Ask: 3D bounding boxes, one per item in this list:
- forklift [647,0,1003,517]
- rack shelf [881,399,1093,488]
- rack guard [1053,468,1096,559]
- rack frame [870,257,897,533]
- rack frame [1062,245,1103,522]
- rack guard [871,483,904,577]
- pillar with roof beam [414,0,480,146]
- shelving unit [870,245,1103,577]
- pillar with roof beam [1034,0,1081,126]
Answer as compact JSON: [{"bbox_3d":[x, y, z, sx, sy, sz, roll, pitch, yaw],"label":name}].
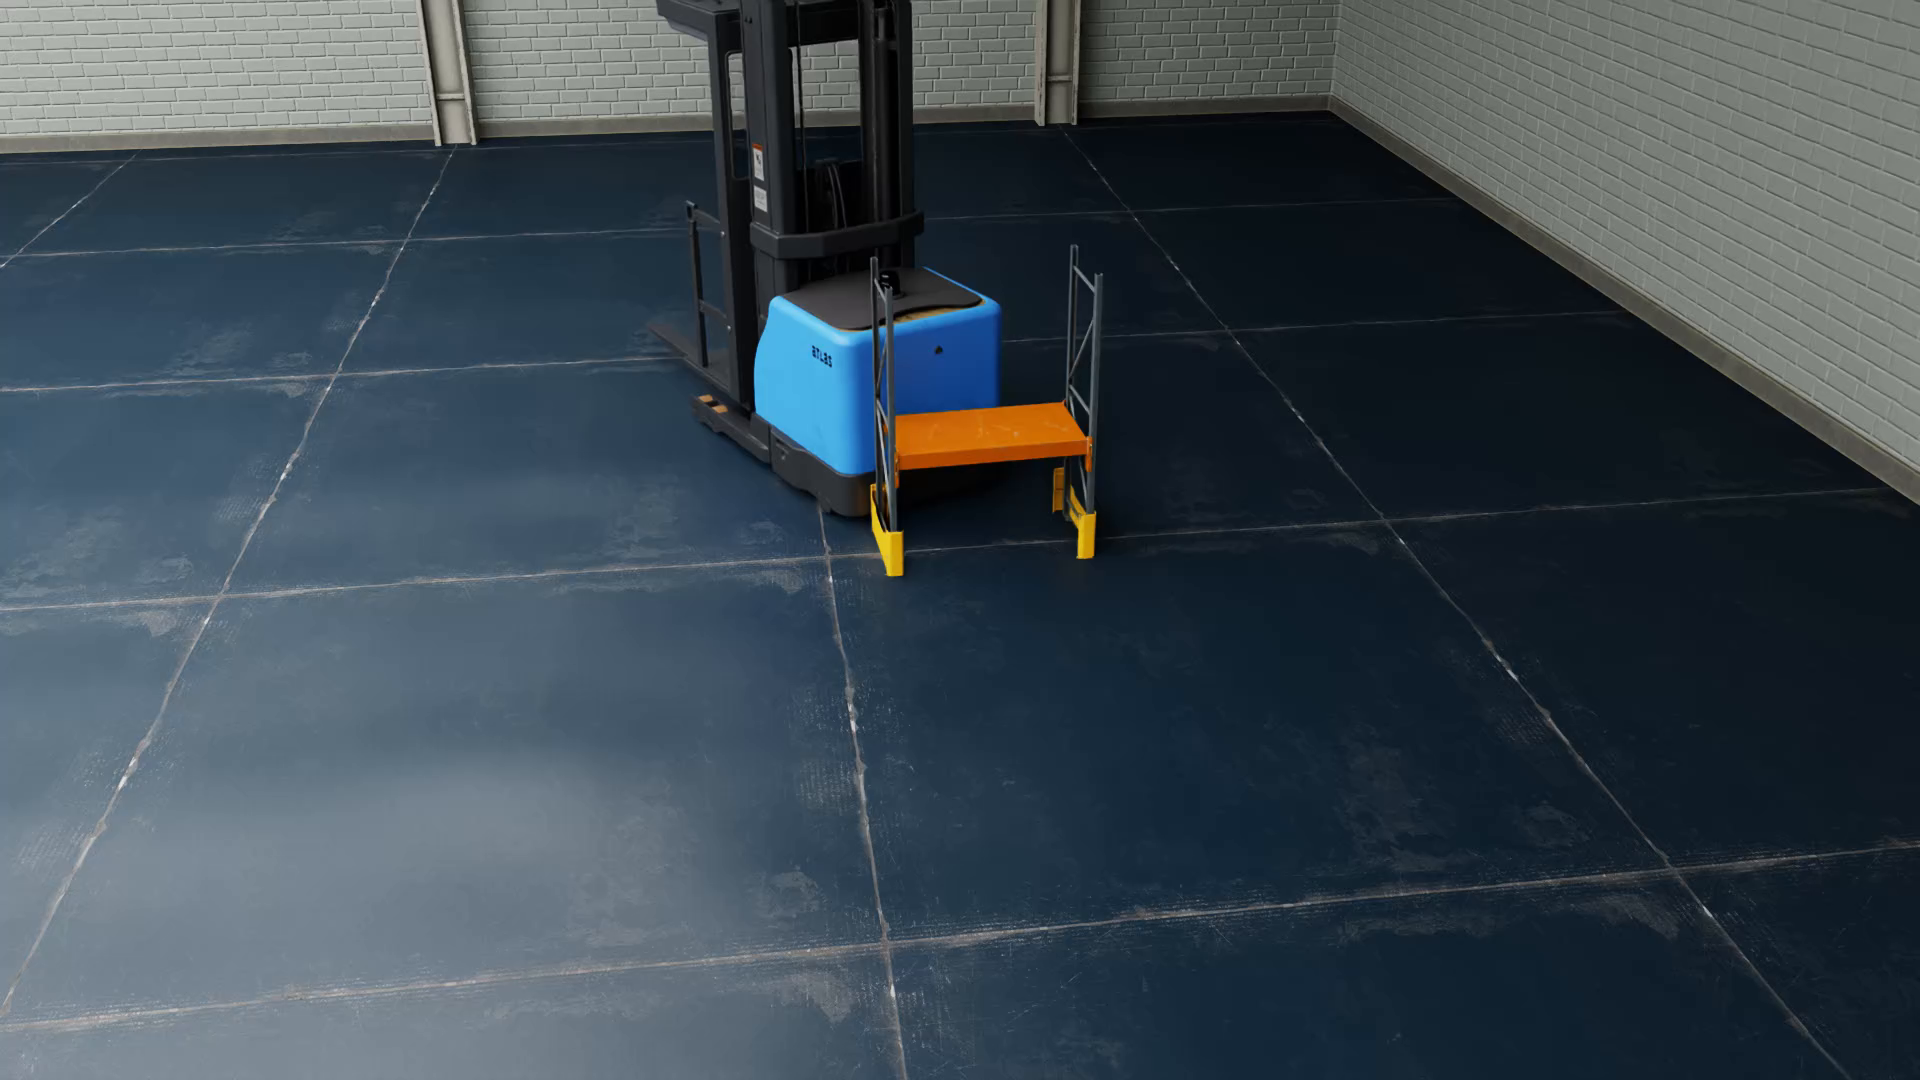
[{"bbox_3d":[-0.984,-2.054,9.542,1.130,2.935,3.031,-17,31,-29],"label":"forklift"},{"bbox_3d":[0.121,-0.498,8.471,1.000,0.185,0.538,-5,28,-10],"label":"rack shelf"},{"bbox_3d":[0.600,-0.146,8.761,0.087,0.250,0.587,-5,28,-10],"label":"rack guard"},{"bbox_3d":[-0.377,-0.612,8.300,0.032,1.500,0.500,-5,28,-10],"label":"rack frame"},{"bbox_3d":[0.619,-0.704,8.479,0.032,1.500,0.500,-5,28,-10],"label":"rack frame"},{"bbox_3d":[-0.376,-0.056,8.585,0.087,0.250,0.587,-5,28,-10],"label":"rack guard"},{"bbox_3d":[-4.354,-5.993,10.573,0.400,9.000,9.100,-4,27,-7],"label":"pillar with roof beam"},{"bbox_3d":[0.112,-0.657,8.388,1.083,1.500,0.587,-5,28,-10],"label":"shelving unit"},{"bbox_3d":[1.587,-6.375,11.317,0.400,9.000,9.100,-4,27,-7],"label":"pillar with roof beam"}]
